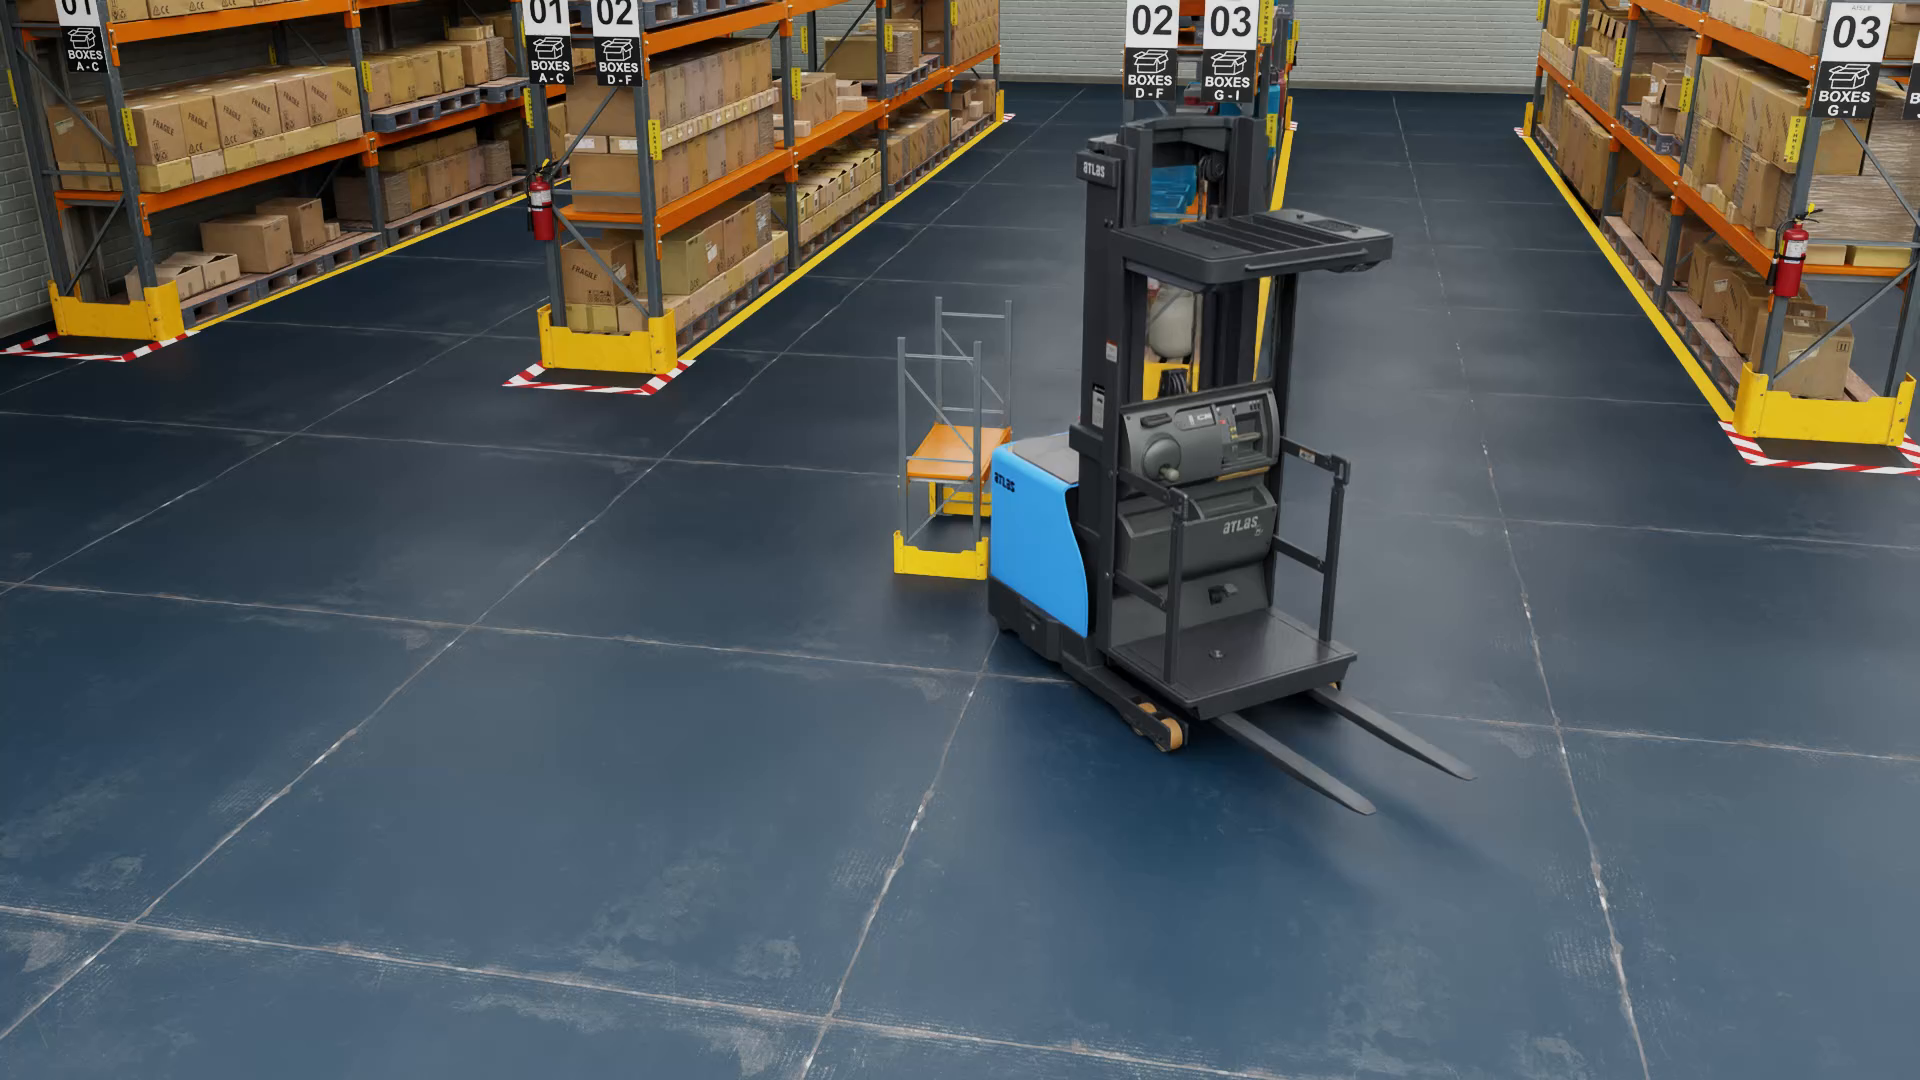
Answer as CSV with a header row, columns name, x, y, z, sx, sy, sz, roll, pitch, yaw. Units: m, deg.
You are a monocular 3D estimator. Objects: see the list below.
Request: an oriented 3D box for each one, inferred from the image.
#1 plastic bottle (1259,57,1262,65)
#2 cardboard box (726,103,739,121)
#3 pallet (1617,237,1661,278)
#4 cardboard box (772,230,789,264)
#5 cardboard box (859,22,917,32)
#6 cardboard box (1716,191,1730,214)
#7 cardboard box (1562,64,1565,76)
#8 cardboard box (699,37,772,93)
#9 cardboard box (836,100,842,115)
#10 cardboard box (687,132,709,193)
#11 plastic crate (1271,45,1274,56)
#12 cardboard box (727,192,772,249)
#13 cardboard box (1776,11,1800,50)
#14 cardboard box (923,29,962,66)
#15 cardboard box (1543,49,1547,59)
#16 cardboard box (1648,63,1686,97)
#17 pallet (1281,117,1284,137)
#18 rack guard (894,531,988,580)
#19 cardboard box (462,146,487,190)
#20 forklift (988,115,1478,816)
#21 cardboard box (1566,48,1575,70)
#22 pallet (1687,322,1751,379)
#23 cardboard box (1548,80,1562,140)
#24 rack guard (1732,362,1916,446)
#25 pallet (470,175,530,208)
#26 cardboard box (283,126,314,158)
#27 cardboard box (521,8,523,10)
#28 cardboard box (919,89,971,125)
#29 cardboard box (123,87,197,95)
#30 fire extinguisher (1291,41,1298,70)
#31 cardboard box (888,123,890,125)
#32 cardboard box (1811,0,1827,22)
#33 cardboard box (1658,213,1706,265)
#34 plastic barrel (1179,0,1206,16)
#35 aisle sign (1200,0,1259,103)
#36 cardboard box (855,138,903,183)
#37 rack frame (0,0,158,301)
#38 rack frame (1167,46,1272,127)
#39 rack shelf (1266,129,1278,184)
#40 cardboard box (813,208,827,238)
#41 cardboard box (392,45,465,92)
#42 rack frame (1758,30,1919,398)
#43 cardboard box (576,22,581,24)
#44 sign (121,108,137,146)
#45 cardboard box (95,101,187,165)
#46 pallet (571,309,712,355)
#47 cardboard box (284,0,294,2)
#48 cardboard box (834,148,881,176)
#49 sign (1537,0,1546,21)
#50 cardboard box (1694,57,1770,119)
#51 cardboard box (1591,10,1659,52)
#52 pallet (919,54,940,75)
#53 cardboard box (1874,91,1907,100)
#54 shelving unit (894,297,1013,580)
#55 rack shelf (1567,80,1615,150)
name,x,y,z,sx,sy,sz,roll,pitch,yaw
plastic bottle,4.169,-6.508,23.063,0.144,0.351,0.185,4,22,11
cardboard box,-2.372,-4.169,16.187,0.380,0.149,0.250,5,22,12
pallet,7.836,-3.084,18.228,1.003,0.211,1.213,4,22,11
cardboard box,-2.146,-3.135,17.740,0.500,0.250,0.500,4,22,11
cardboard box,-1.027,-7.156,23.910,0.700,0.500,0.500,8,23,19
cardboard box,6.800,-2.923,14.433,0.380,0.149,0.250,4,22,11
cardboard box,8.911,-6.779,24.006,0.380,0.149,0.250,4,22,10
cardboard box,-2.350,-4.887,17.102,0.700,0.500,0.500,5,22,11
cardboard box,-1.654,-5.277,20.278,0.380,0.149,0.250,6,23,15
cardboard box,-2.764,-3.528,15.465,0.700,0.500,0.500,5,22,11
plastic crate,4.643,-7.313,24.831,0.402,0.464,0.583,4,22,11
cardboard box,-2.259,-3.300,17.148,0.500,0.500,0.500,4,22,11
cardboard box,6.564,-3.882,12.664,0.500,0.250,0.500,5,22,11
cardboard box,-0.262,-7.539,25.424,0.500,0.500,0.500,5,22,12
cardboard box,9.382,-7.625,26.107,0.380,0.149,0.250,4,22,10
cardboard box,8.177,-5.148,18.926,0.500,0.500,0.500,2,22,4
pallet,4.825,-6.819,27.502,1.003,0.211,1.213,4,22,11
rack guard,-0.117,0.094,10.285,0.587,0.250,0.087,4,22,11
cardboard box,-6.614,-4.838,21.609,0.700,0.500,0.500,4,22,11
forklift,1.325,-0.503,8.180,1.130,2.935,3.031,-12,25,-27
cardboard box,8.897,-6.821,23.576,0.500,0.250,0.500,4,22,10
pallet,7.083,-1.656,14.682,1.003,0.211,1.213,4,22,11
cardboard box,9.642,-6.670,25.681,0.875,0.875,0.875,4,22,11
rack guard,6.631,-1.050,12.792,1.175,0.500,0.348,4,22,11
pallet,-6.460,-4.661,22.145,1.003,0.211,1.213,4,22,11
cardboard box,-7.113,-4.154,17.328,0.500,0.250,0.500,4,22,11
cardboard box,-6.140,-7.530,23.974,0.500,0.250,0.500,4,22,10
cardboard box,-0.255,-7.061,27.123,0.797,0.503,0.637,4,22,11
cardboard box,-7.830,-4.164,16.347,0.500,0.500,0.500,4,22,9
fire extinguisher,5.507,-8.223,27.858,0.296,0.674,0.183,4,22,11
cardboard box,-1.281,-5.650,23.625,0.500,0.500,0.500,4,22,9
cardboard box,6.367,-3.814,11.961,0.380,0.149,0.250,4,22,11
cardboard box,7.694,-3.085,17.256,0.700,0.500,0.500,4,22,11
plastic barrel,1.742,-4.532,12.940,0.600,0.830,0.708,4,22,11
aisle sign,2.039,-3.717,12.587,0.394,0.787,0.004,4,22,11
cardboard box,-1.076,-5.054,22.143,0.500,0.500,0.500,5,23,13
rack frame,-7.932,-3.315,15.069,1.000,3.000,0.127,4,22,11
rack frame,2.583,-4.022,16.826,1.000,3.000,0.127,4,22,11
rack shelf,2.991,-4.420,18.777,1.077,0.370,4.000,4,22,11
cardboard box,-1.835,-3.636,18.986,0.500,0.250,0.500,5,22,12
cardboard box,-6.618,-5.861,20.668,0.700,0.500,0.500,4,22,11
rack frame,6.616,-2.182,12.256,1.000,3.000,0.127,4,22,11
cardboard box,-5.649,-7.495,23.887,0.500,0.250,0.500,4,22,10
sign,-7.401,-3.675,14.805,0.100,0.325,0.005,4,22,11
cardboard box,-7.540,-3.754,15.330,0.500,0.500,0.500,4,22,11
pallet,-2.966,-1.928,15.358,1.003,0.211,1.213,4,22,11
cardboard box,-7.092,-5.837,17.156,0.500,0.500,0.500,3,22,6
cardboard box,-1.315,-4.833,21.208,0.500,0.311,0.500,5,22,12
sign,9.338,-8.516,26.720,0.100,0.325,0.005,4,22,11
cardboard box,7.091,-4.148,15.267,0.500,0.500,0.500,4,22,11
cardboard box,8.942,-6.848,22.366,0.797,0.503,0.637,4,22,10
pallet,-0.903,-6.954,24.363,1.003,0.211,1.213,4,22,11
cardboard box,7.104,-3.193,12.896,0.500,0.500,0.500,4,22,11
shelving unit,-0.016,-0.668,10.504,0.587,1.500,1.083,4,22,11
rack shelf,8.656,-5.506,21.471,1.077,0.370,4.000,4,22,11
